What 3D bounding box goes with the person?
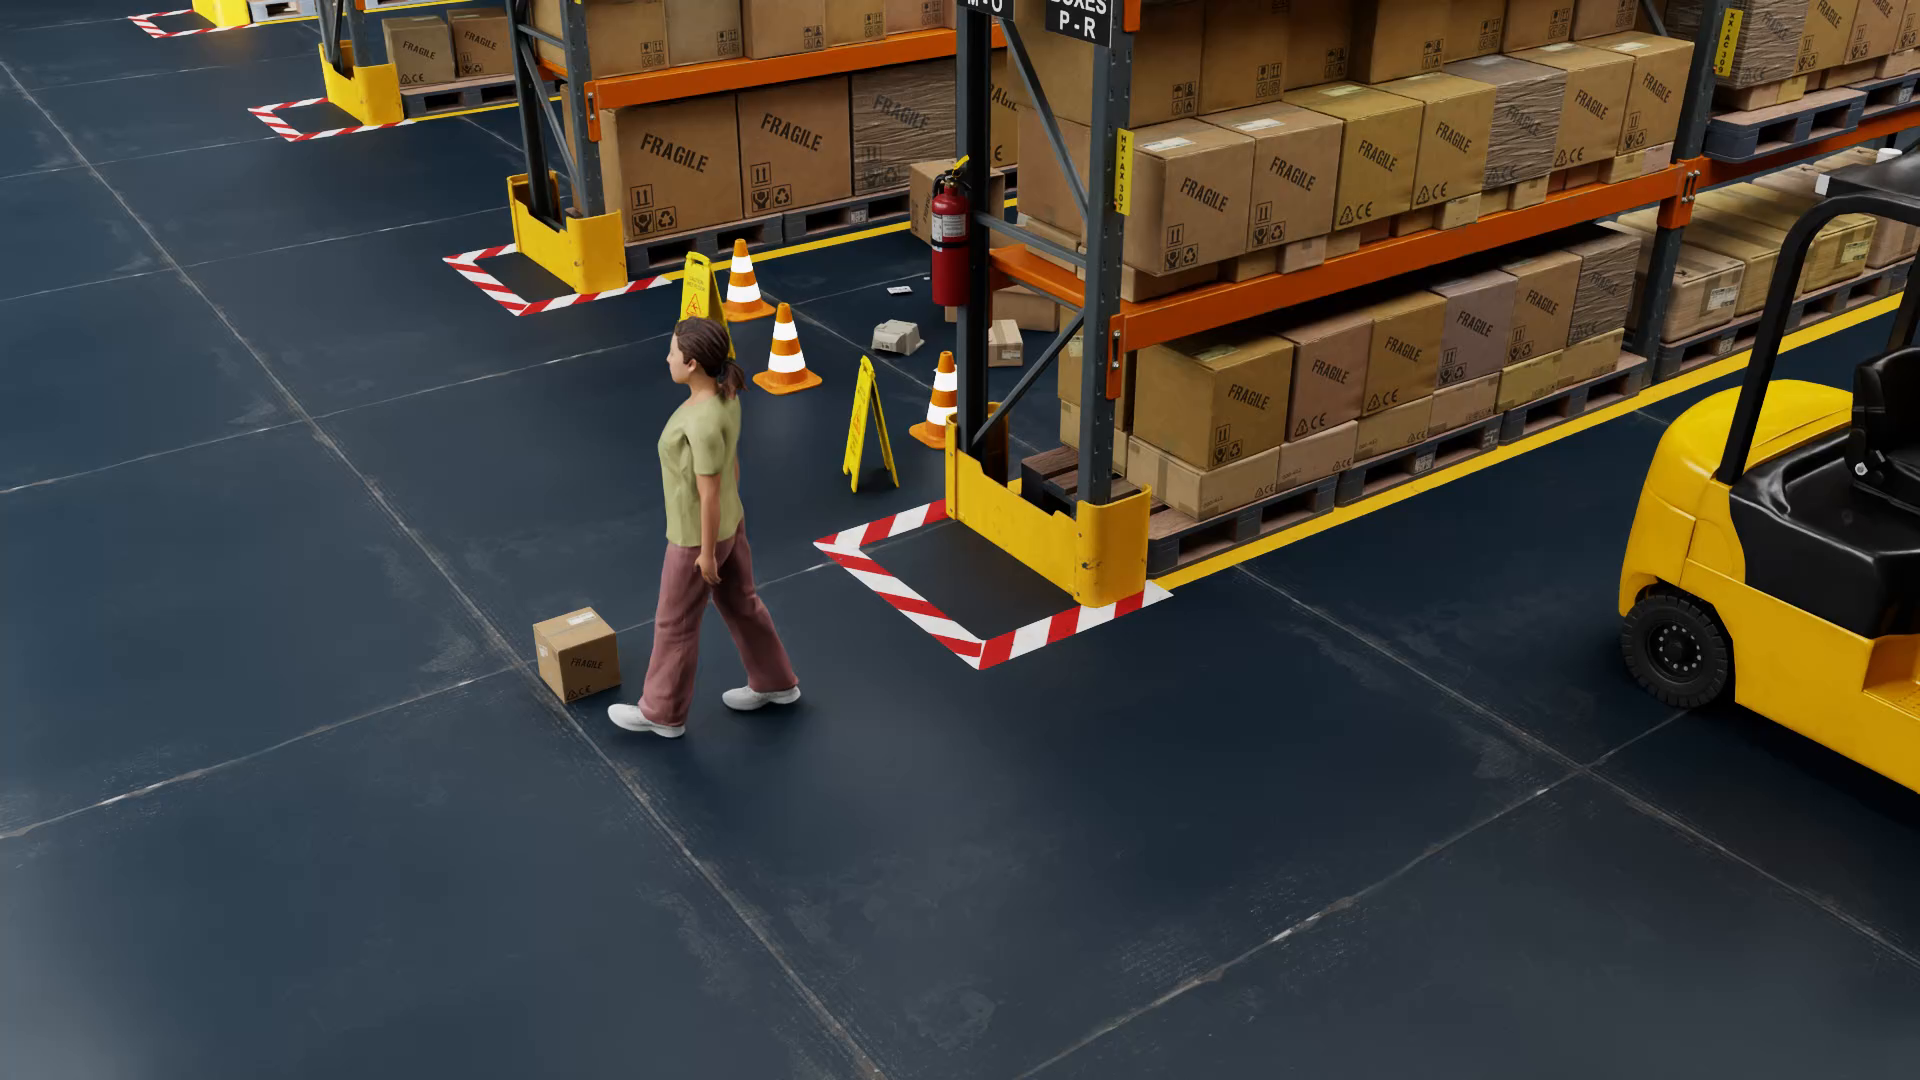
[{"bbox_3d":[-1.002,-0.036,6.185,0.716,1.659,0.447,2,29,4],"label":"person"}]
